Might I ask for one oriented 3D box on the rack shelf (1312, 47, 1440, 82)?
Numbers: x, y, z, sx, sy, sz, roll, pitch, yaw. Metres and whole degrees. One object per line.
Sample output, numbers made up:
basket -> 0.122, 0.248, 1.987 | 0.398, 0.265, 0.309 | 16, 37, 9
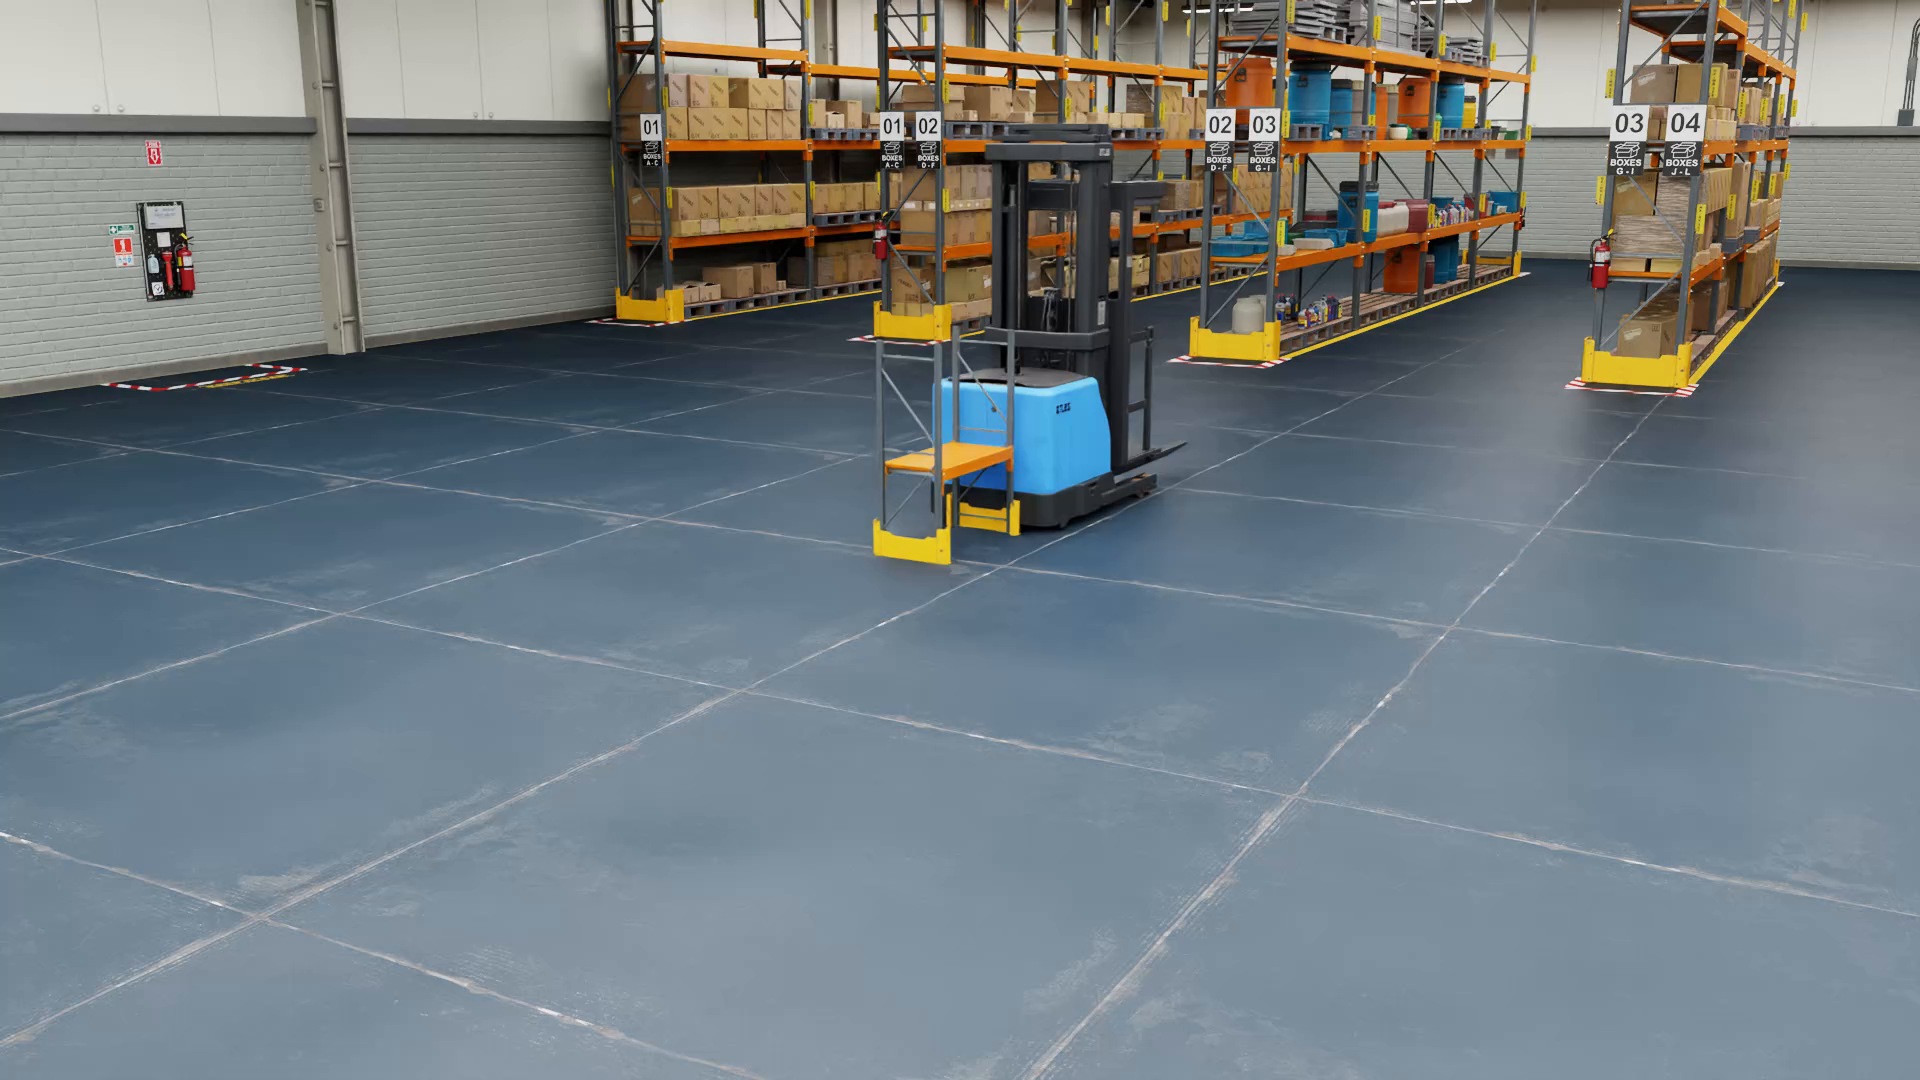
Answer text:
rack shelf -> 6.550, -7.476, 26.232 | 1.077, 0.370, 4.000 | 7, 15, 28

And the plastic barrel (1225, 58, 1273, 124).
plastic barrel -> 3.774, -5.858, 21.720 | 0.600, 0.830, 0.708 | 7, 15, 28

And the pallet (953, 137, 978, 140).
pallet -> -0.352, -8.371, 34.359 | 1.003, 0.211, 1.213 | 8, 16, 31

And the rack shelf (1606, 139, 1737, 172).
rack shelf -> 8.952, -4.831, 20.805 | 1.077, 0.370, 4.000 | 7, 15, 28

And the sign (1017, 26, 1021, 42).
sign -> 1.259, -10.807, 35.499 | 0.100, 0.325, 0.005 | 7, 15, 28

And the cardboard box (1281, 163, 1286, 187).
cardboard box -> 6.832, -8.026, 36.578 | 0.500, 0.500, 0.500 | 8, 16, 30

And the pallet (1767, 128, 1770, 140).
pallet -> 13.387, -6.945, 28.450 | 0.805, 0.209, 1.217 | 7, 15, 26

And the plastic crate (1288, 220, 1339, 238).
plastic crate -> 5.219, -4.570, 24.724 | 0.767, 0.338, 0.504 | 7, 15, 28

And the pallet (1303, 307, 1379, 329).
pallet -> 5.929, -3.503, 26.115 | 1.003, 0.211, 1.213 | 7, 15, 28

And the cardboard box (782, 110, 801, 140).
cardboard box -> -3.118, -7.200, 28.844 | 0.500, 0.500, 0.500 | 8, 16, 30

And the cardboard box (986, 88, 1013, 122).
cardboard box -> 0.343, -6.713, 25.662 | 0.797, 0.503, 0.637 | 9, 16, 34

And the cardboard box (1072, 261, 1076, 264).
cardboard box -> 2.163, -4.661, 28.740 | 0.500, 0.311, 0.500 | 7, 15, 26

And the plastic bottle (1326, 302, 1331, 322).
plastic bottle -> 5.389, -3.345, 24.364 | 0.061, 0.283, 0.133 | 9, 16, 32

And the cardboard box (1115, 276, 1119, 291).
cardboard box -> 2.650, -4.599, 29.681 | 0.500, 0.250, 0.500 | 8, 16, 29

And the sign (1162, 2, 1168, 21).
sign -> 3.670, -9.462, 29.748 | 0.100, 0.325, 0.005 | 7, 15, 28

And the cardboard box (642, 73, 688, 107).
cardboard box -> -4.624, -7.050, 26.085 | 0.500, 0.500, 0.500 | 6, 15, 24

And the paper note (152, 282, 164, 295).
paper note -> -9.716, -3.047, 20.150 | 0.016, 0.148, 0.142 | 7, 15, 28

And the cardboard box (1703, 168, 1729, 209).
cardboard box -> 9.702, -4.585, 21.672 | 0.500, 0.500, 0.500 | 7, 15, 28

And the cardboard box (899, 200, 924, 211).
cardboard box -> -0.667, -4.899, 24.356 | 0.380, 0.149, 0.250 | 7, 15, 27

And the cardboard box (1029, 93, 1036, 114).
cardboard box -> 1.369, -9.574, 36.558 | 0.500, 0.500, 0.500 | 7, 15, 28

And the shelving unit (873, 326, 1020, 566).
shelving unit -> -0.083, -0.697, 11.725 | 0.587, 1.500, 1.083 | 8, 16, 29

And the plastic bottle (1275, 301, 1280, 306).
plastic bottle -> 4.700, -3.389, 24.575 | 0.097, 0.271, 0.097 | 0, 14, 0

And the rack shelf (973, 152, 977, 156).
rack shelf -> -0.188, -8.156, 34.597 | 1.077, 0.370, 4.000 | 7, 15, 28

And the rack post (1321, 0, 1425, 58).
rack post -> 6.460, -8.121, 26.092 | 1.013, 1.000, 3.121 | 7, 15, 28

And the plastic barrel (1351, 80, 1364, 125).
plastic barrel -> 5.956, -6.659, 25.783 | 0.600, 0.901, 0.600 | 0, 14, 0

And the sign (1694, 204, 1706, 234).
sign -> 8.461, -3.671, 19.014 | 0.100, 0.325, 0.005 | 7, 15, 28

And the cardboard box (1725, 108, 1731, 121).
cardboard box -> 9.649, -5.447, 21.296 | 0.380, 0.149, 0.250 | 7, 15, 26

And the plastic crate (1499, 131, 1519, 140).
plastic crate -> 11.158, -8.276, 34.014 | 0.450, 0.188, 0.336 | 7, 15, 28

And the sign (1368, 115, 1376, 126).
sign -> 6.060, -6.092, 24.482 | 0.100, 0.325, 0.005 | 7, 15, 28

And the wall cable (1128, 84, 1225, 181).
wall cable -> 5.759, -10.805, 44.276 | 3.097, 2.526, 0.112 | 7, 15, 28

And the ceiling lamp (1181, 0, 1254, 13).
ceiling lamp -> 6.220, -14.297, 39.680 | 2.000, 3.185, 0.800 | 7, 15, 28

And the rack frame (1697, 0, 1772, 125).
rack frame -> 11.853, -7.870, 25.475 | 1.000, 3.000, 0.127 | 7, 15, 28

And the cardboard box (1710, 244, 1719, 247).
cardboard box -> 9.943, -3.883, 22.274 | 0.380, 0.149, 0.250 | 7, 15, 28

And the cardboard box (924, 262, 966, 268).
cardboard box -> -0.215, -4.017, 25.668 | 0.500, 0.500, 0.500 | 7, 15, 28

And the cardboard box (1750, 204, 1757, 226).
cardboard box -> 12.573, -5.177, 26.892 | 0.500, 0.500, 0.500 | 7, 15, 27

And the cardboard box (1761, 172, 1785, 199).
cardboard box -> 15.715, -6.901, 32.343 | 0.500, 0.500, 0.500 | 8, 16, 29

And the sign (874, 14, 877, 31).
sign -> -1.643, -10.146, 32.589 | 0.100, 0.325, 0.005 | 7, 15, 28

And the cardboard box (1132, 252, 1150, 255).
cardboard box -> 3.430, -5.293, 31.985 | 0.500, 0.500, 0.500 | 8, 16, 30

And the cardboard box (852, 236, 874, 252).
cardboard box -> -1.788, -5.736, 32.223 | 0.500, 0.250, 0.500 | 8, 16, 29

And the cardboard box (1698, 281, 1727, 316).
cardboard box -> 11.290, -3.697, 25.362 | 0.700, 0.500, 0.500 | 6, 15, 23

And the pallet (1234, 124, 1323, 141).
pallet -> 4.135, -5.398, 22.027 | 1.003, 0.211, 1.213 | 7, 15, 28

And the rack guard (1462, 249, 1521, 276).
rack guard -> 11.385, -5.947, 35.634 | 1.175, 0.500, 0.348 | 7, 15, 28

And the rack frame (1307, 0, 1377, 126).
rack frame -> 5.584, -7.610, 24.399 | 1.000, 3.000, 0.127 | 7, 15, 28

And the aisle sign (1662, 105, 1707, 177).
aisle sign -> 8.218, -4.529, 18.872 | 0.394, 0.787, 0.004 | 7, 15, 28

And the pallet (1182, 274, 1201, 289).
pallet -> 4.168, -5.119, 32.816 | 1.003, 0.211, 1.213 | 7, 15, 28

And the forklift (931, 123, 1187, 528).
forklift -> 0.955, -1.809, 13.284 | 1.130, 2.935, 3.031 | 8, 16, 29

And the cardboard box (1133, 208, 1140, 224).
cardboard box -> 2.969, -5.963, 30.559 | 0.500, 0.311, 0.500 | 9, 16, 32

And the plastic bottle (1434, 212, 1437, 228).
plastic bottle -> 8.338, -5.627, 29.222 | 0.061, 0.283, 0.133 | 7, 15, 28

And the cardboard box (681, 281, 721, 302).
cardboard box -> -4.334, -4.151, 27.649 | 0.500, 0.311, 0.500 | 9, 16, 33

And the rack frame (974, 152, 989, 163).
rack frame -> 0.778, -7.457, 36.566 | 1.000, 3.000, 0.127 | 7, 15, 28

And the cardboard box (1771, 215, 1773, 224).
cardboard box -> 14.847, -5.941, 30.811 | 0.380, 0.149, 0.250 | 8, 15, 29

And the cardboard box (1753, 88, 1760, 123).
cardboard box -> 11.603, -6.470, 24.792 | 0.500, 0.500, 0.500 | 7, 15, 28

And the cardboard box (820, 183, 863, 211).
cardboard box -> -2.246, -6.432, 31.159 | 0.700, 0.500, 0.500 | 10, 17, 36

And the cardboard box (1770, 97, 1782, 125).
cardboard box -> 14.753, -7.902, 30.686 | 0.700, 0.500, 0.500 | 8, 16, 30

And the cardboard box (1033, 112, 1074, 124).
cardboard box -> 1.555, -6.970, 27.570 | 0.500, 0.250, 0.500 | 9, 16, 34

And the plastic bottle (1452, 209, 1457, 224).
plastic bottle -> 9.058, -5.951, 30.583 | 0.152, 0.276, 0.135 | 7, 15, 28

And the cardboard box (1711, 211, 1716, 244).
cardboard box -> 9.648, -4.240, 22.374 | 0.875, 0.500, 0.500 | 7, 15, 28
